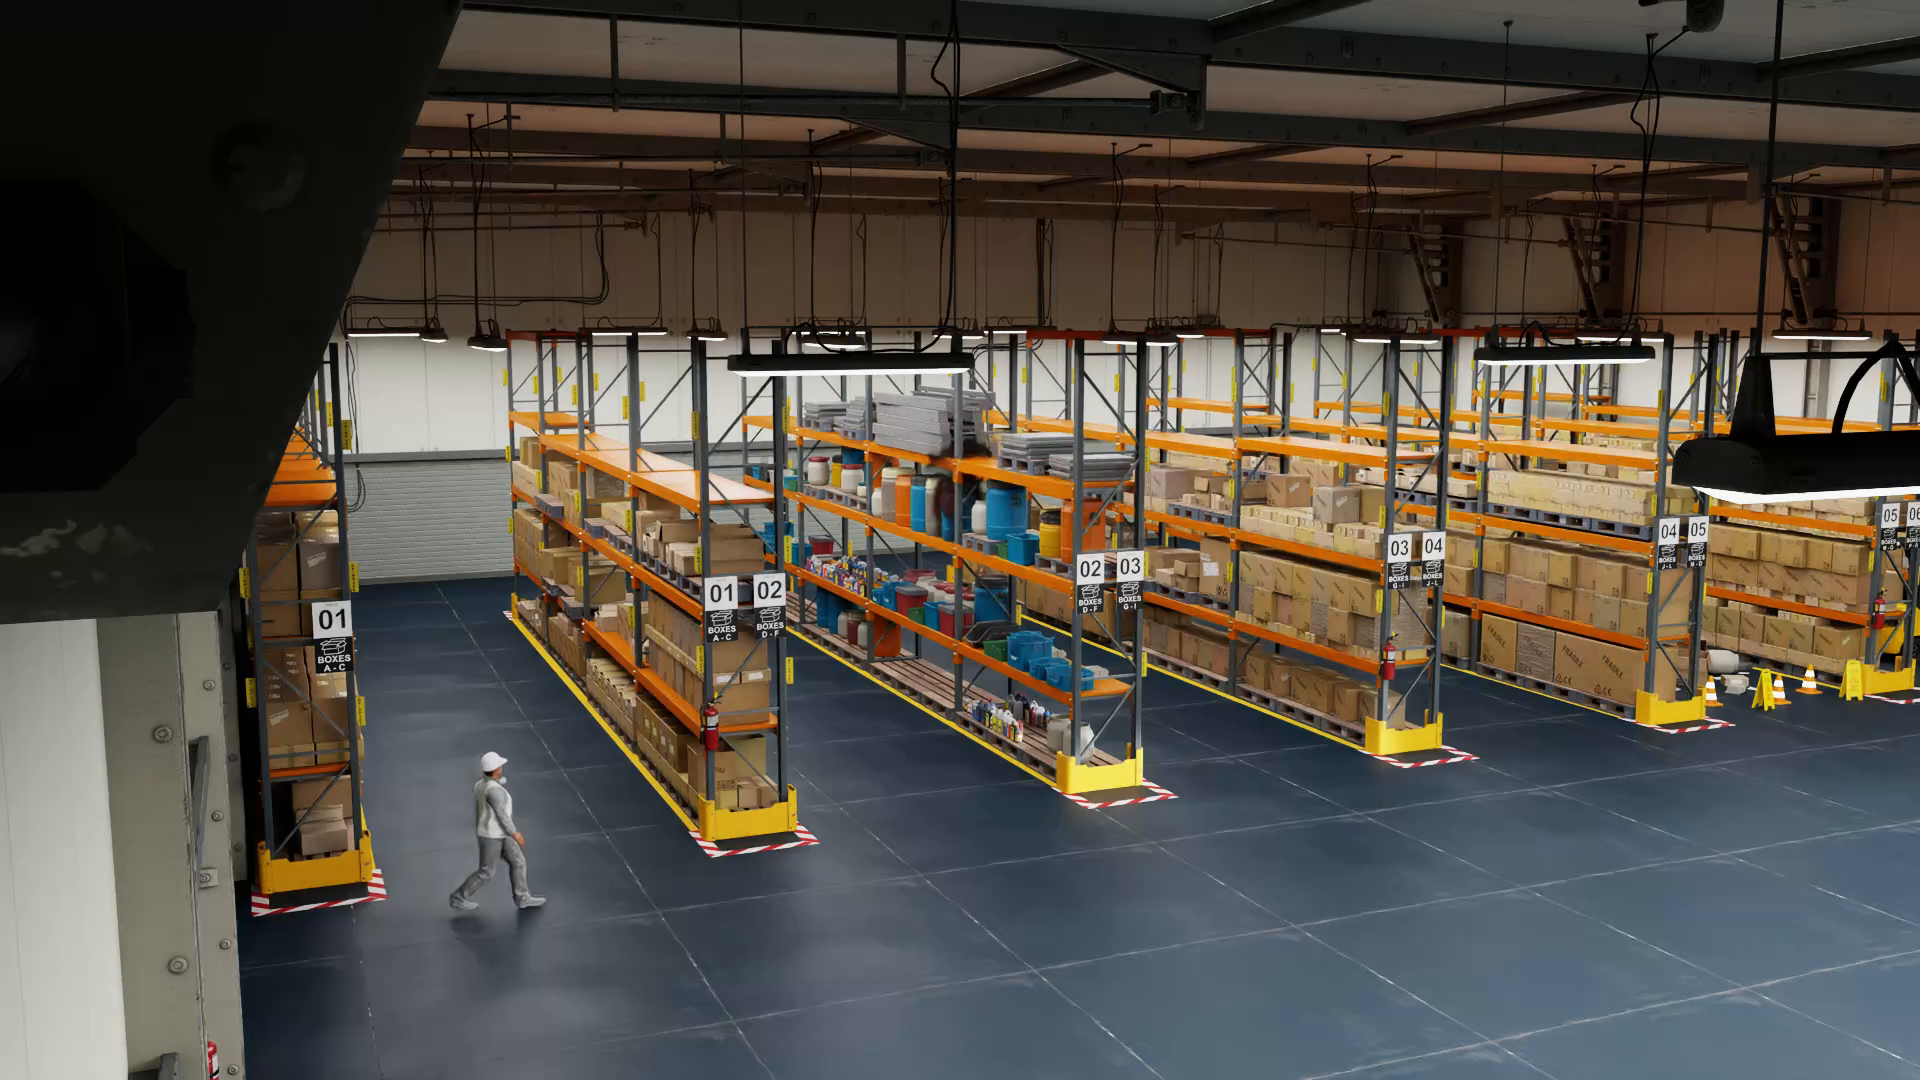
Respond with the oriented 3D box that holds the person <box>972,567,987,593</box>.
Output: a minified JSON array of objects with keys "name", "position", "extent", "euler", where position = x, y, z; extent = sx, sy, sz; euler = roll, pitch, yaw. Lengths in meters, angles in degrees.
[{"name":"person","position":[0.403,1.278,31.443],"extent":[0.446,1.558,0.699],"euler":[-4,9,-30]}]

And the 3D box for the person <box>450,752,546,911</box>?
[{"name":"person","position":[-4.920,3.099,17.605],"extent":[0.967,1.738,0.489],"euler":[-1,8,-5]}]
